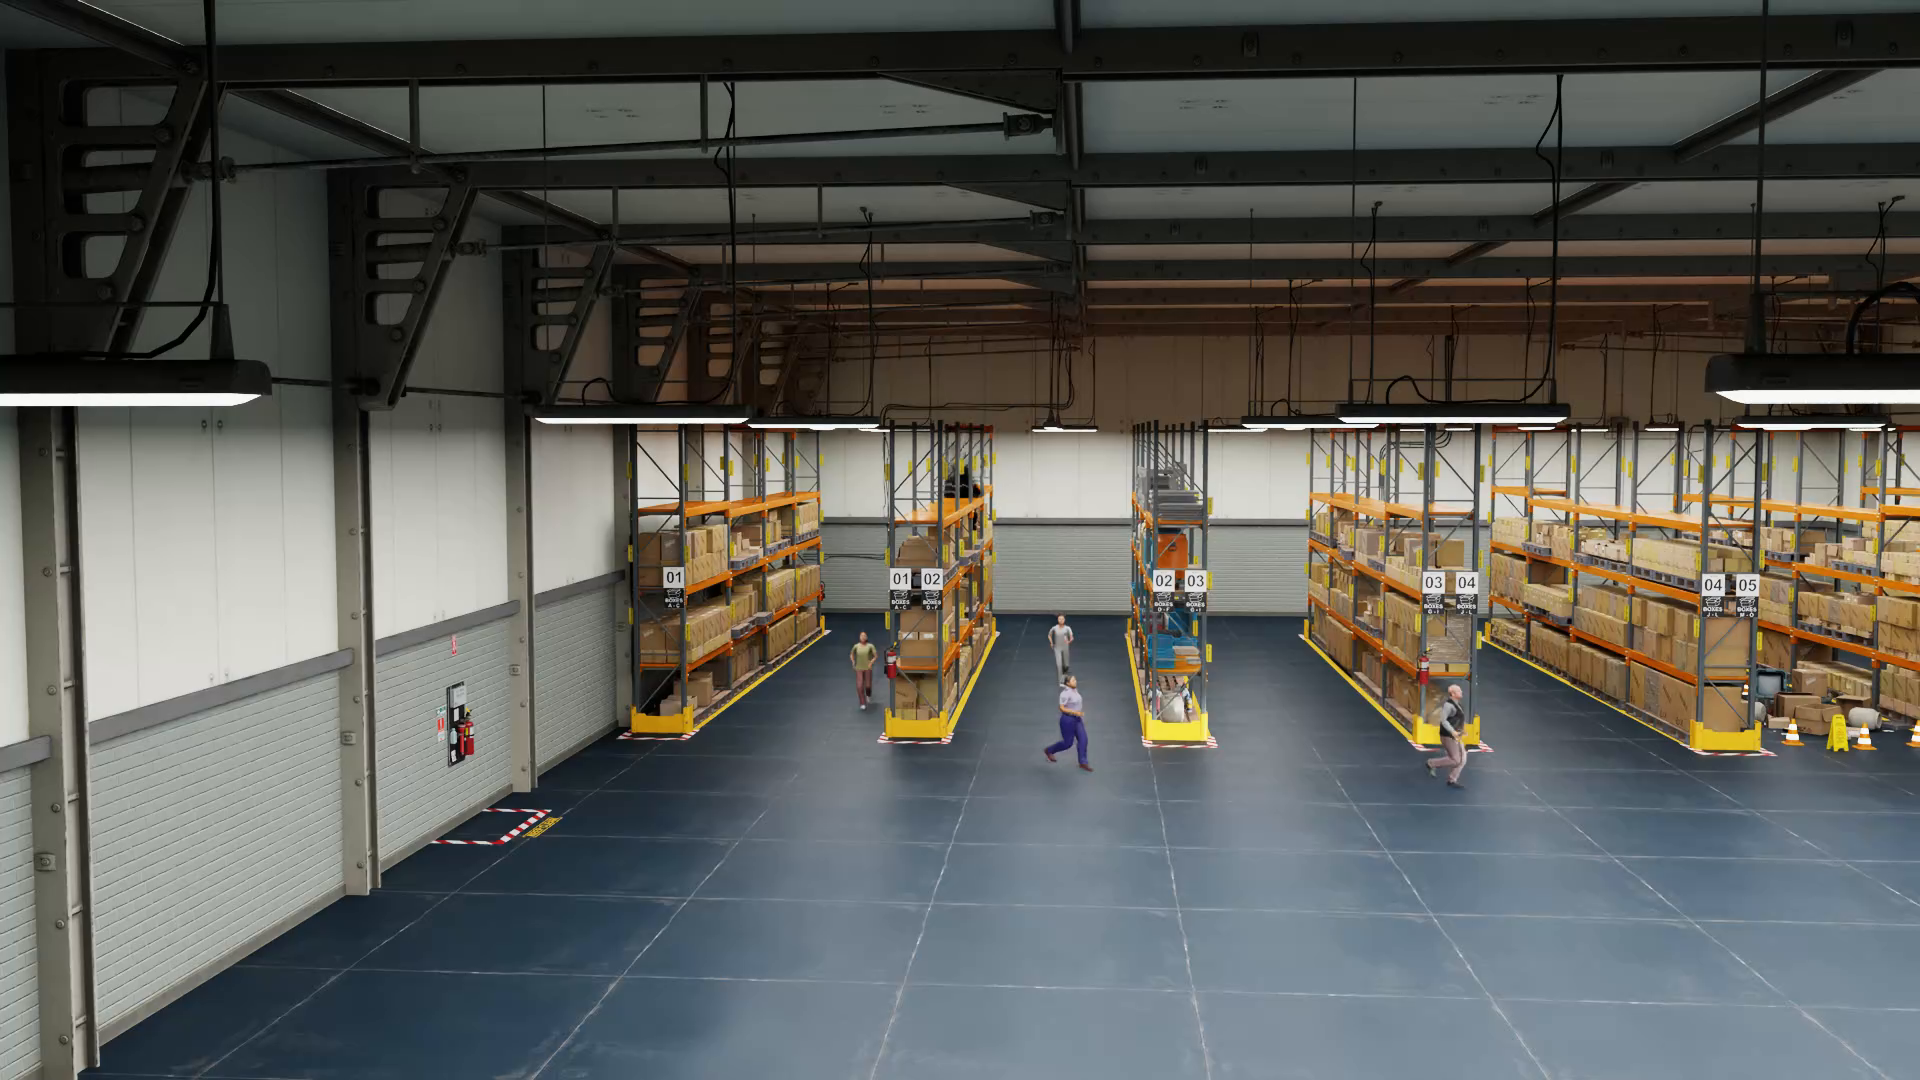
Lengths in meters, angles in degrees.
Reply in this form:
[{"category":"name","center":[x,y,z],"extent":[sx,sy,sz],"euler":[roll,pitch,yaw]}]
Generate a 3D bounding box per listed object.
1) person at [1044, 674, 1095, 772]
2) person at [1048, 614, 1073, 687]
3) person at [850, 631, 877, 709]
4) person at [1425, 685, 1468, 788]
[{"category":"person","center":[1.879,3.118,28.432],"extent":[0.912,1.650,0.604],"euler":[2,4,31]},{"category":"person","center":[2.295,2.504,37.915],"extent":[0.575,1.635,0.802],"euler":[0,4,-2]},{"category":"person","center":[-2.021,2.707,34.799],"extent":[0.580,1.619,0.609],"euler":[0,4,2]},{"category":"person","center":[7.922,3.181,27.053],"extent":[0.636,1.676,0.650],"euler":[2,4,33]}]
